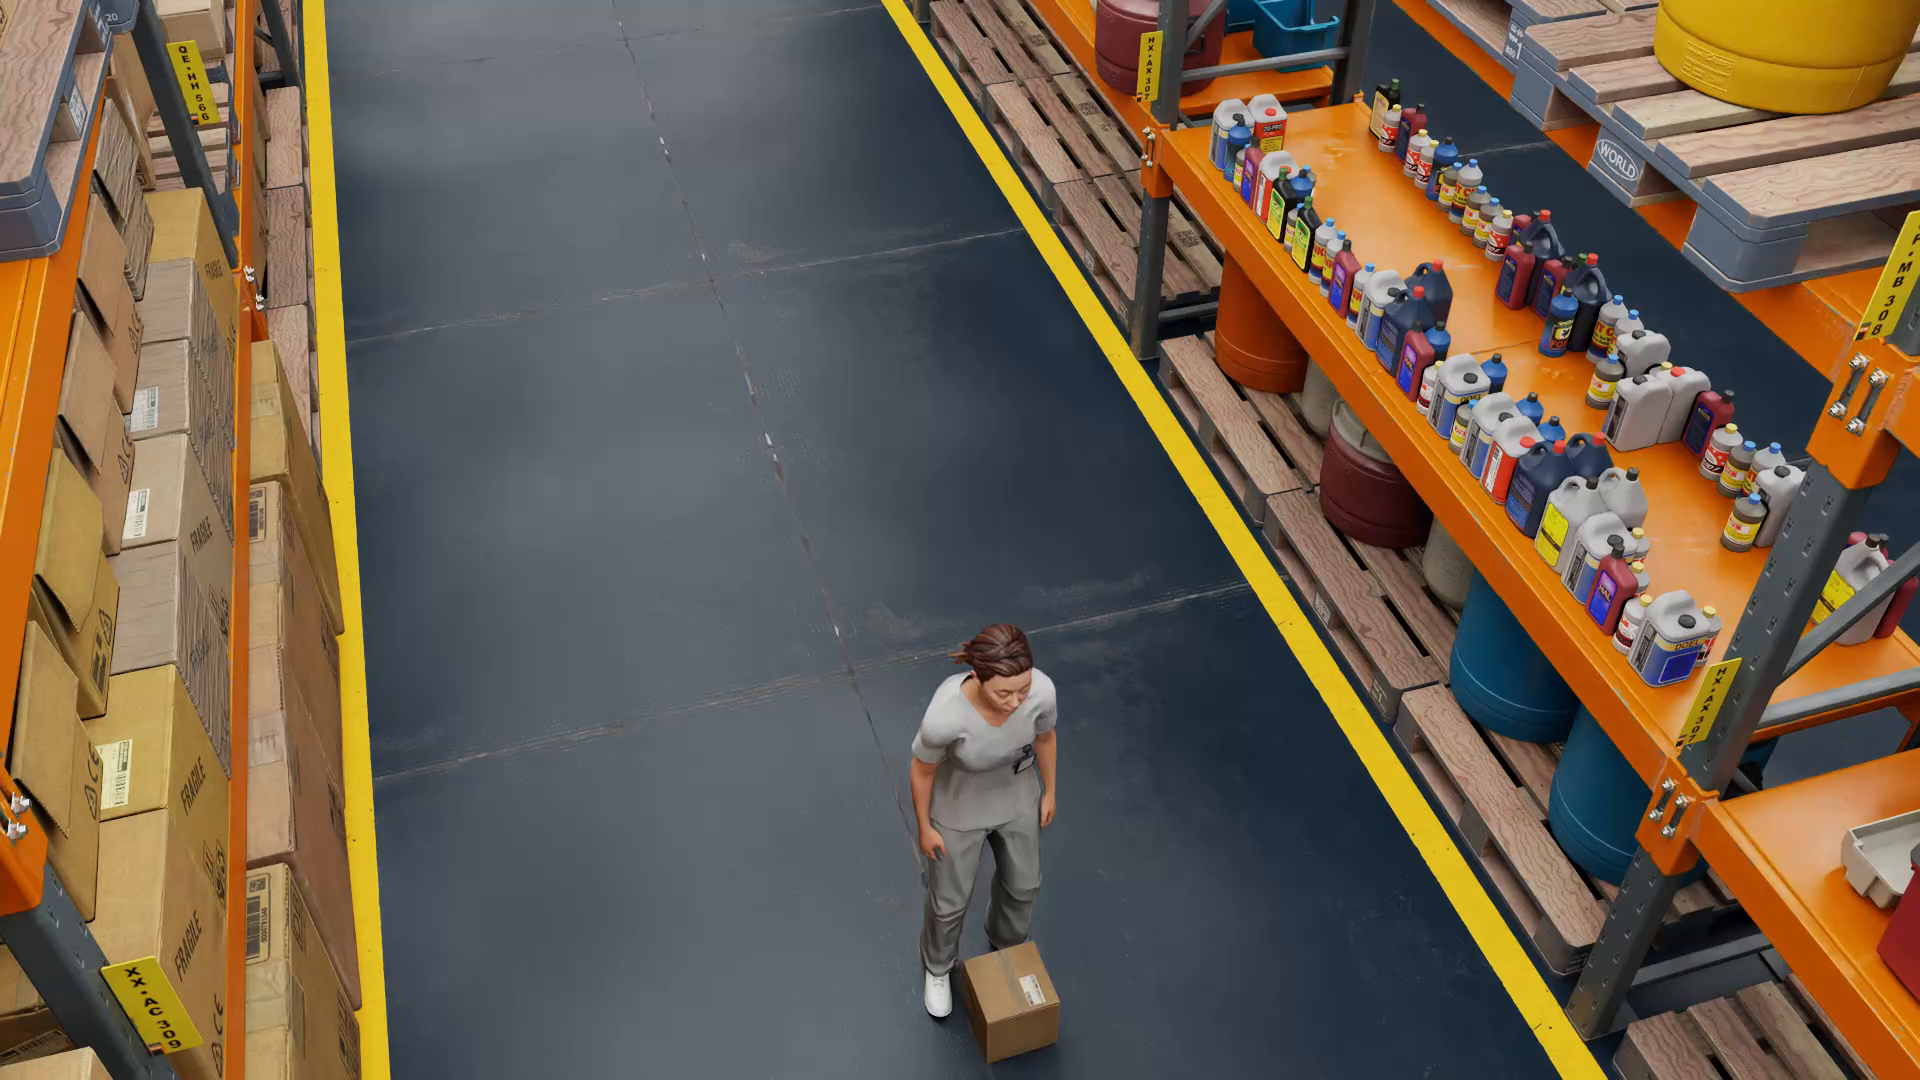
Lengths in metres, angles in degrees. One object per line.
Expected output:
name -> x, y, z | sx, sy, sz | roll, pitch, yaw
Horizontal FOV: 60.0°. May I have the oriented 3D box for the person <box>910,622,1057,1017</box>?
person -> 0.081, 0.853, 5.228 | 0.494, 1.672, 0.361 | -14, 44, -14
